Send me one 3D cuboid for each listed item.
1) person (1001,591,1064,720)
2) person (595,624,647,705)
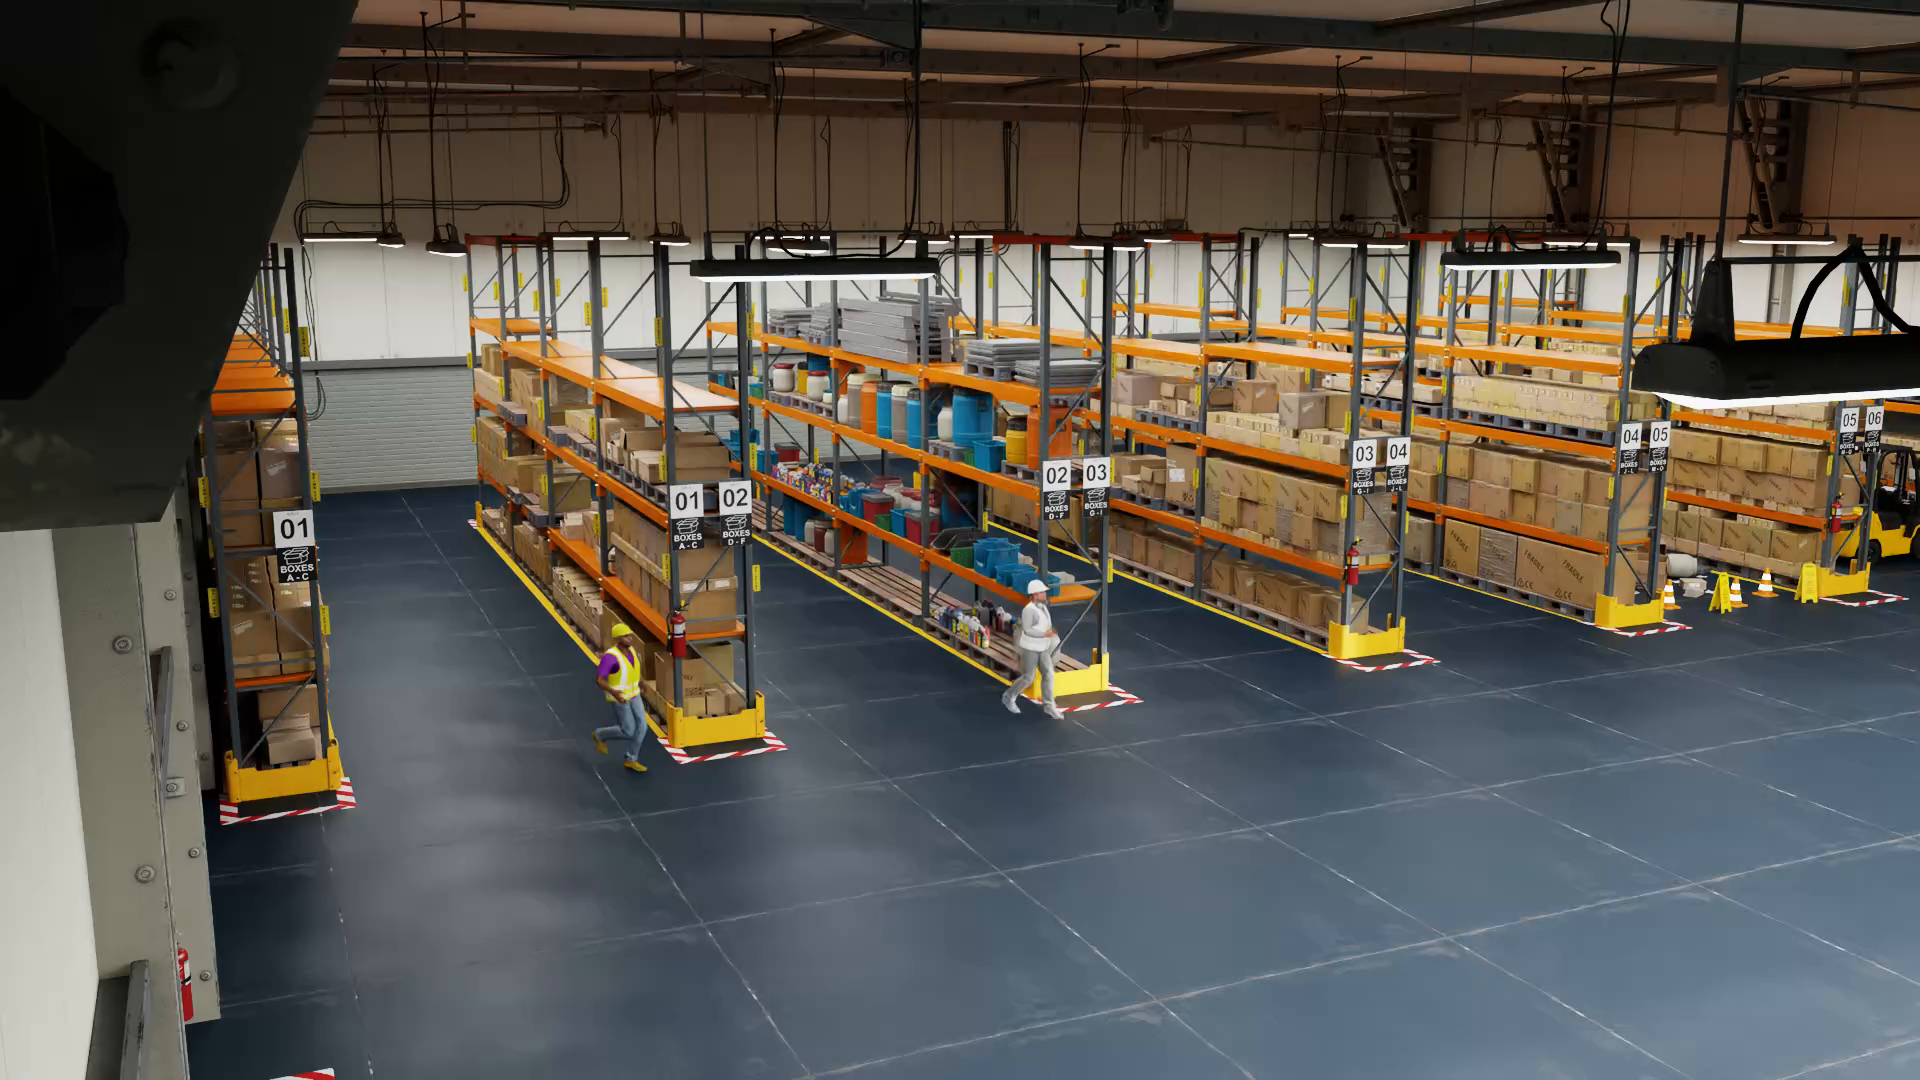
[{"bbox_3d":[0.939,1.426,21.275,0.821,1.776,0.670,5,12,26],"label":"person"},{"bbox_3d":[-3.871,1.404,19.206,0.442,0.886,0.713,5,12,25],"label":"person"}]
